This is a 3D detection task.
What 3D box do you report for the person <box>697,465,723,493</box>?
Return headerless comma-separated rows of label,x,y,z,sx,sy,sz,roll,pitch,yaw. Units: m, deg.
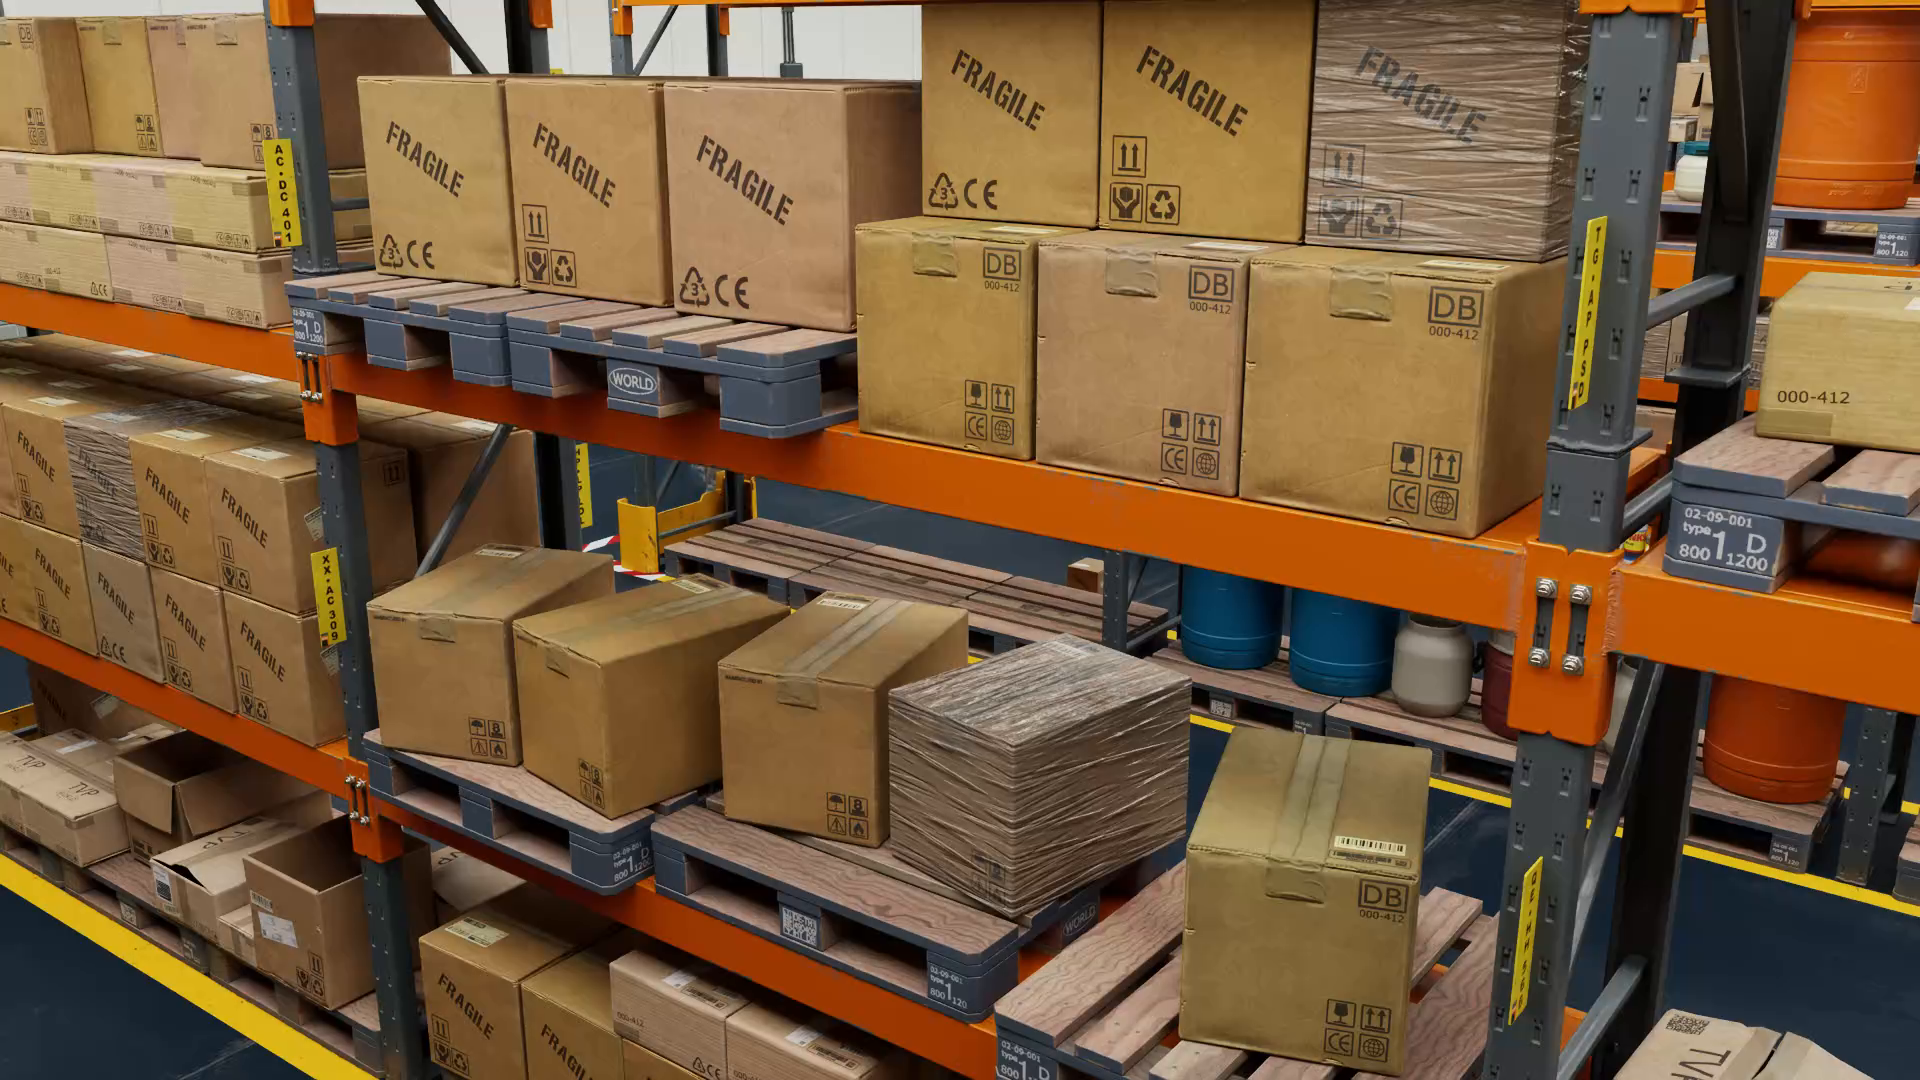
person,-1.980,-1.180,13.911,0.410,1.662,0.518,-8,18,-24
